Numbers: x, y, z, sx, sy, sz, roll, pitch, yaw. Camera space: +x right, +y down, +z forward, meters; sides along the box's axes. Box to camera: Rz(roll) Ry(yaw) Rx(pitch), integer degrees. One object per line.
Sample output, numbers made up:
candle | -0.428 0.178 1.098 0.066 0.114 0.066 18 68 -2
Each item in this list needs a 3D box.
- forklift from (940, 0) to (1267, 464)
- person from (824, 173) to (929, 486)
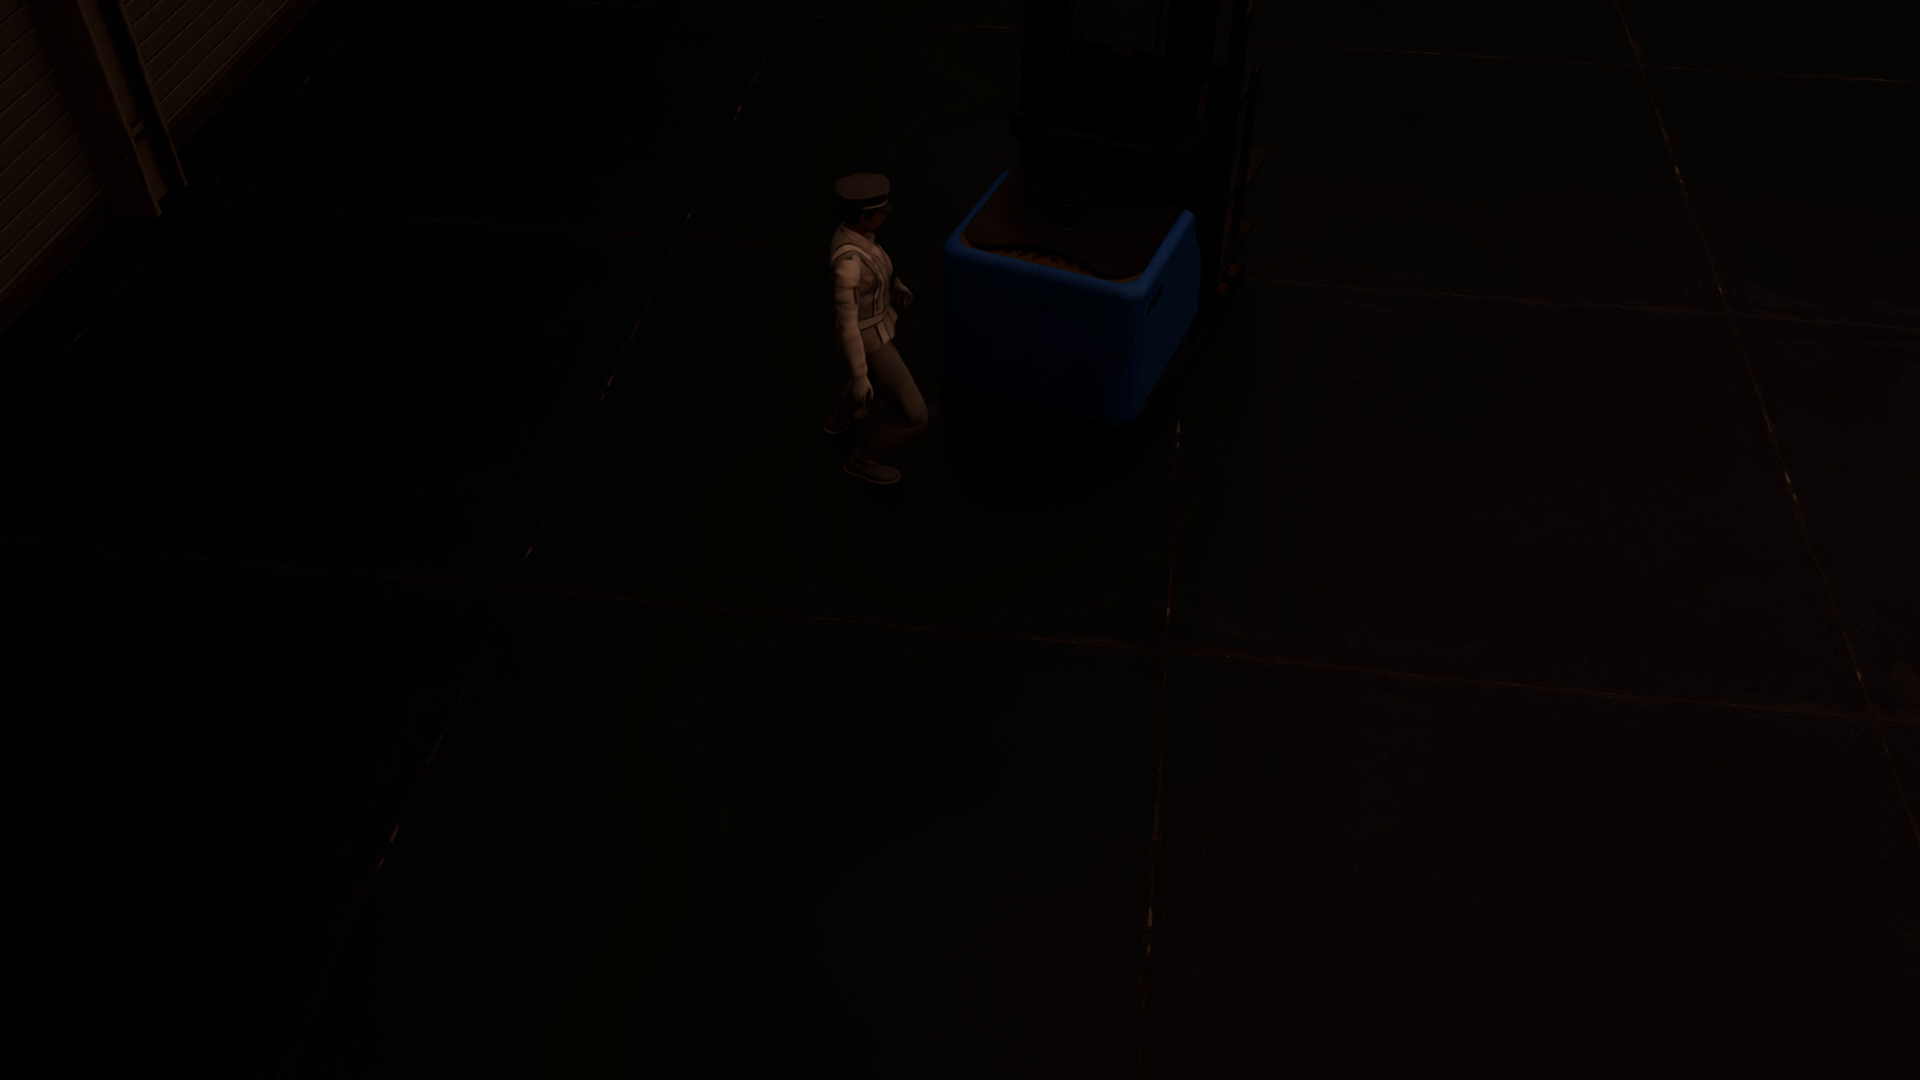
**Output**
forklift | 0.958 -2.458 8.400 1.130 2.935 3.031 17 45 17
person | -0.418 -0.974 7.820 0.570 1.566 0.856 2 43 2
